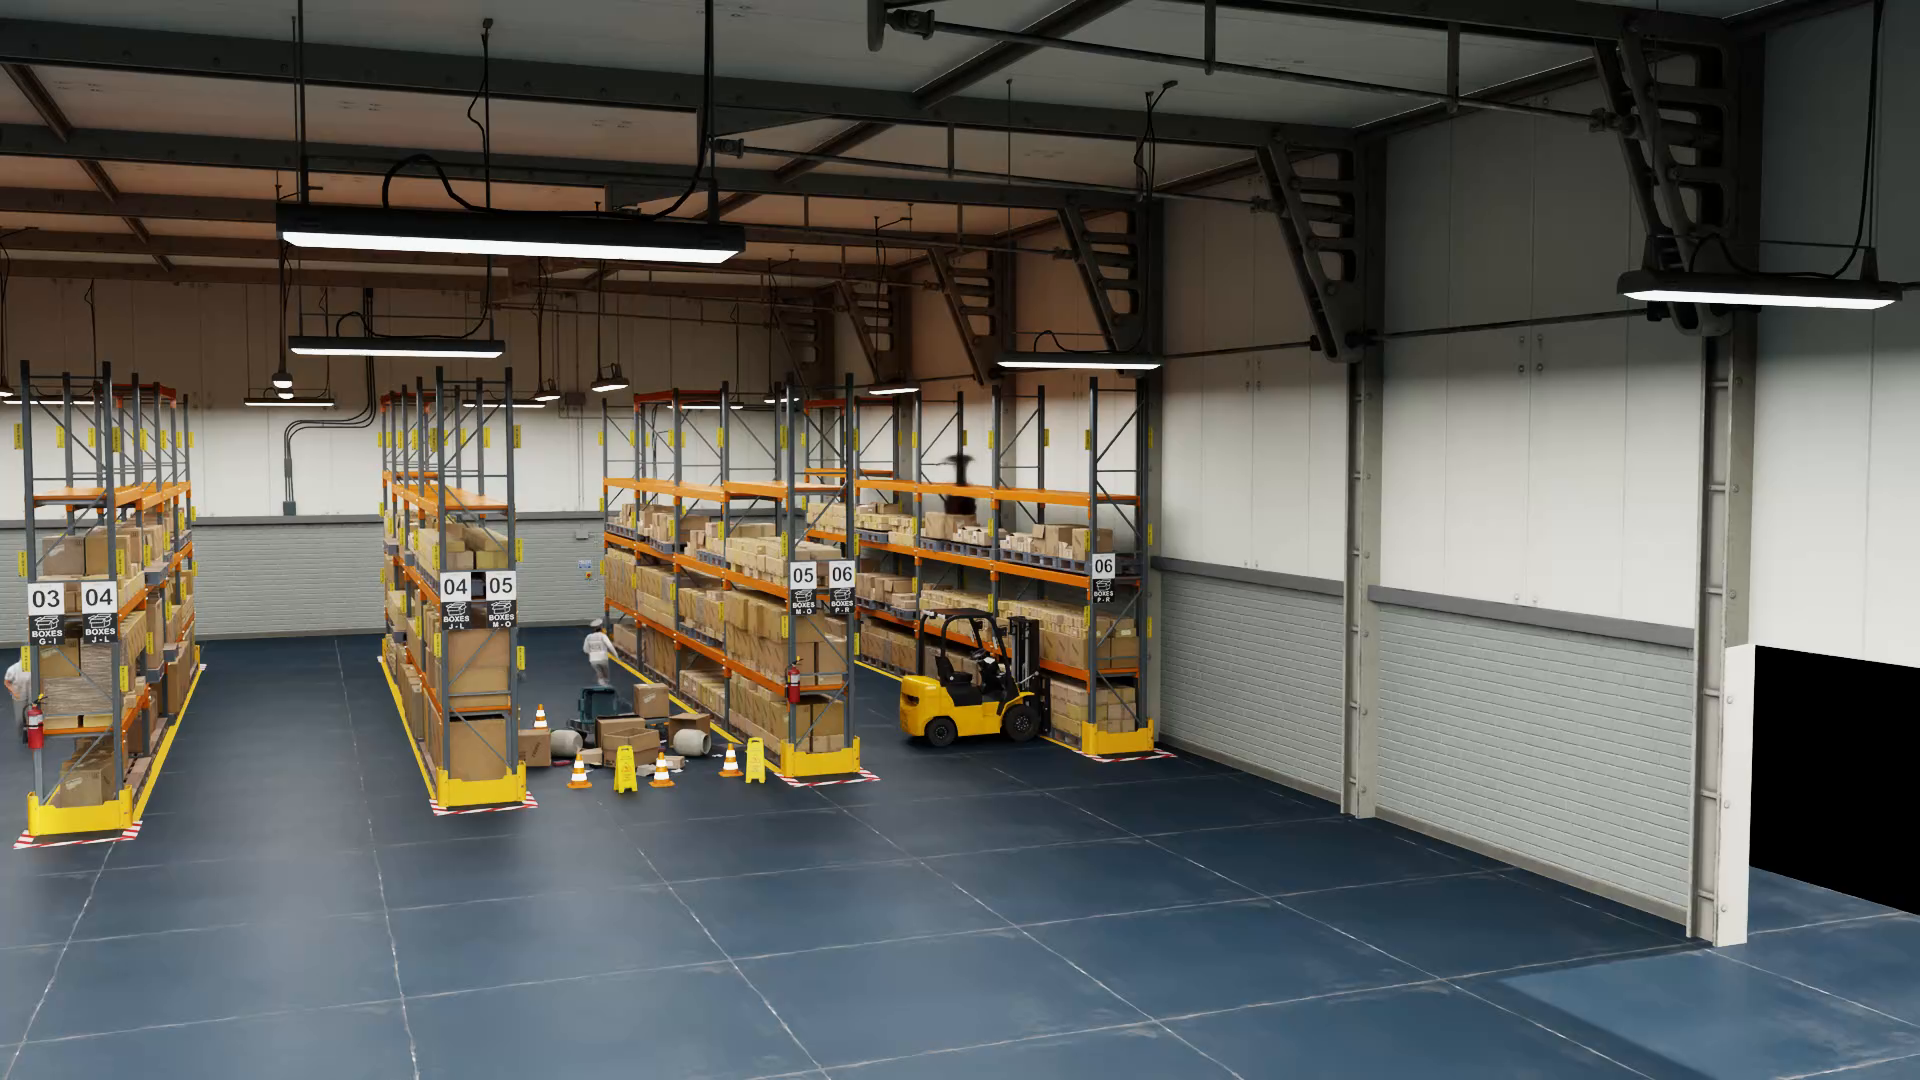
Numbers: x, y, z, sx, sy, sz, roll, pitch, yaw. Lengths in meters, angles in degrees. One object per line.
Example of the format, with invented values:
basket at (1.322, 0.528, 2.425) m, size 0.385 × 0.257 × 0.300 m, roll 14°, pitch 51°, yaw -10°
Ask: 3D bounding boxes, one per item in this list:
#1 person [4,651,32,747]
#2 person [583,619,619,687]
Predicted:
person at (-15.309, 2.573, 27.253) m, size 0.606 × 1.613 × 0.656 m, roll -2°, pitch 4°, yaw -31°
person at (-6.830, 2.327, 31.608) m, size 0.697 × 1.622 × 0.563 m, roll 0°, pitch 3°, yaw -1°
